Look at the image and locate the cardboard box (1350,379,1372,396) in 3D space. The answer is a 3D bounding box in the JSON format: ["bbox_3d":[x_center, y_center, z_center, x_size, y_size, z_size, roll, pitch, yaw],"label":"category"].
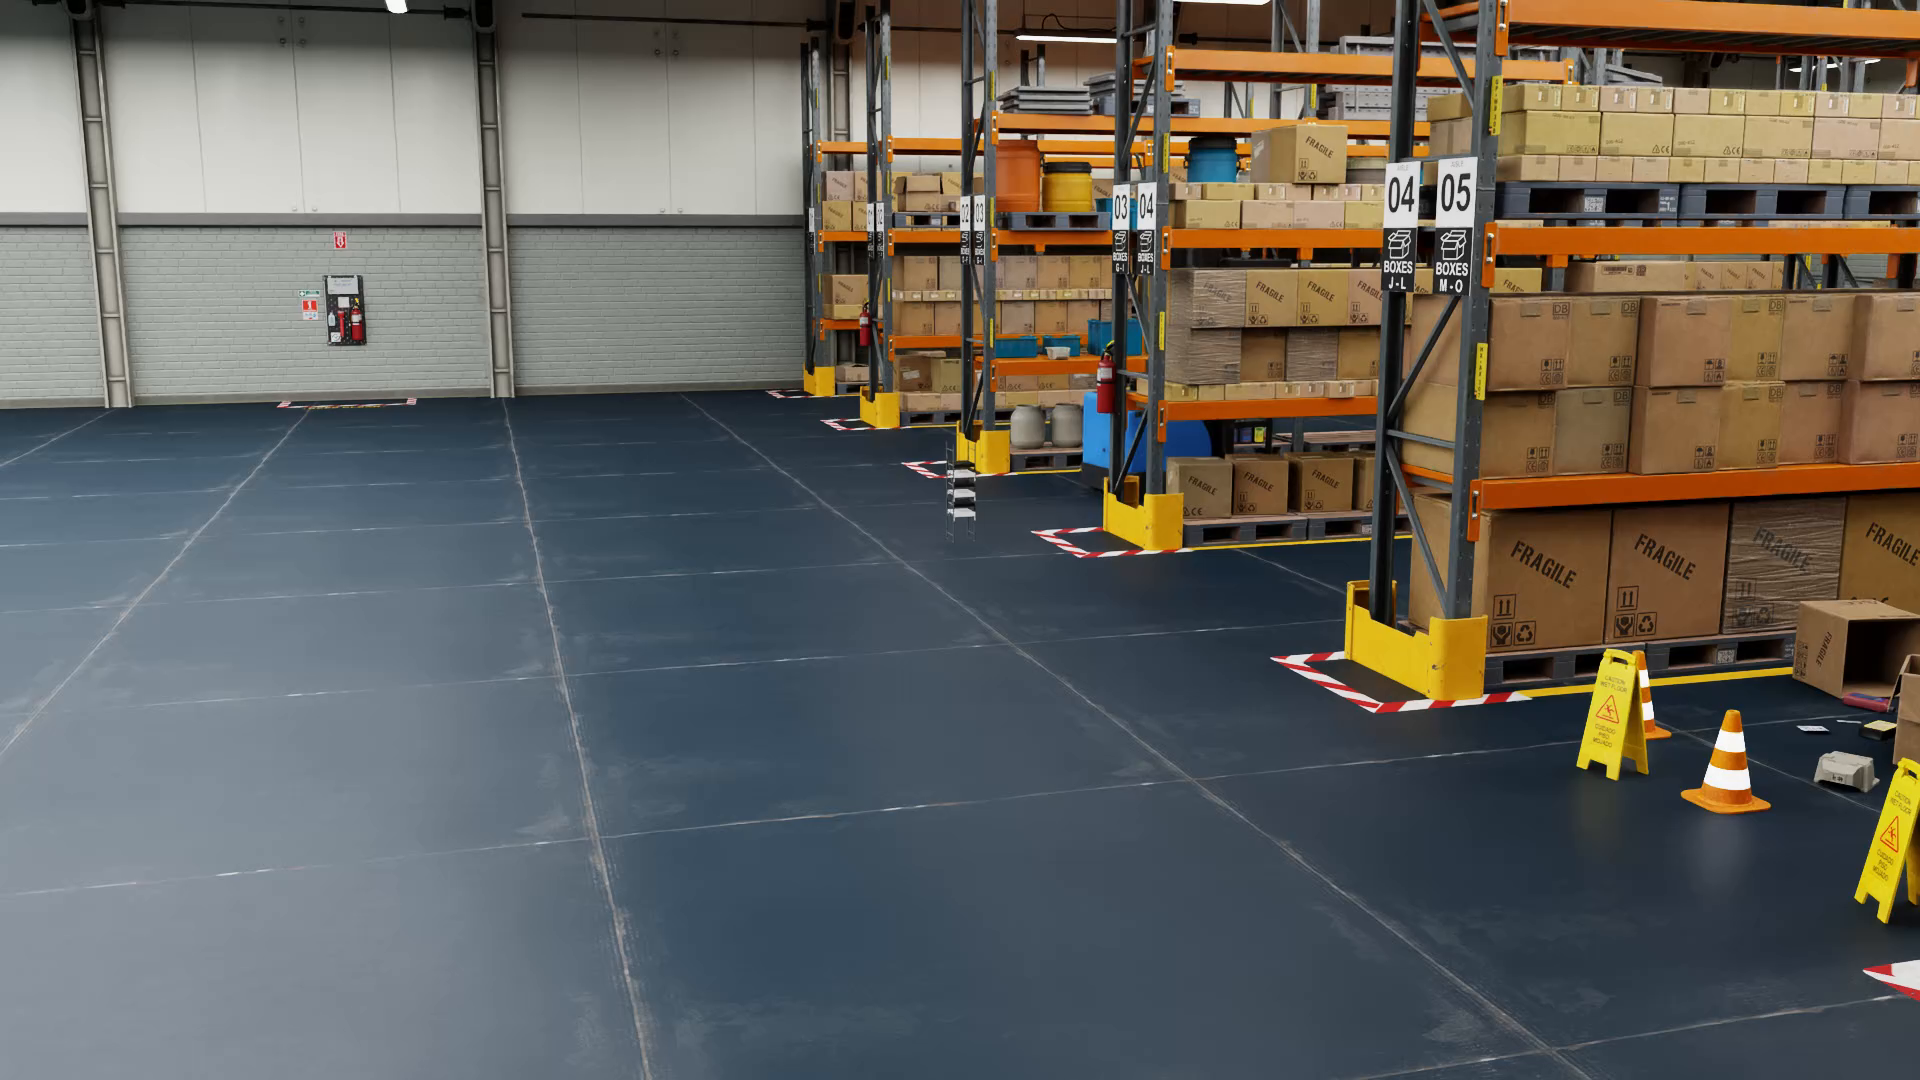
[{"bbox_3d":[3.609,-1.426,15.407,0.250,0.149,0.380,-3,11,-16],"label":"cardboard box"}]

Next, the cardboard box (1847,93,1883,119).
[{"bbox_3d":[5.493,-2.691,10.356,0.250,0.149,0.380,-3,11,-16],"label":"cardboard box"}]

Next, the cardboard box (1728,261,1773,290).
[{"bbox_3d":[13.360,-4.459,28.149,0.500,0.500,0.500,-3,11,-14],"label":"cardboard box"}]

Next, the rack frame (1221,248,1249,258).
[{"bbox_3d":[5.126,-4.470,31.248,0.127,3.000,1.000,-3,11,-16],"label":"rack frame"}]

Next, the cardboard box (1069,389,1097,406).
[{"bbox_3d":[1.807,-2.176,25.220,0.500,0.250,0.500,-3,11,-16],"label":"cardboard box"}]

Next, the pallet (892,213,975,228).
[{"bbox_3d":[-0.481,-4.668,24.278,1.213,0.211,1.003,-3,11,-16],"label":"pallet"}]

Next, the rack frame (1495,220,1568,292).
[{"bbox_3d":[5.439,-1.685,16.116,0.127,3.000,1.000,-3,11,-16],"label":"rack frame"}]

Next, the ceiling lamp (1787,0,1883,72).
[{"bbox_3d":[16.090,-10.393,30.728,0.800,3.185,2.000,-3,11,-16],"label":"ceiling lamp"}]

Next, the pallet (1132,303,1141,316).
[{"bbox_3d":[3.237,-4.269,30.682,1.213,0.211,1.003,-3,11,-16],"label":"pallet"}]

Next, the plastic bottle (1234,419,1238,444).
[{"bbox_3d":[3.332,-1.367,20.491,0.185,0.351,0.144,-4,11,-19],"label":"plastic bottle"}]

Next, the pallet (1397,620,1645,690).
[{"bbox_3d":[3.633,0.702,10.851,1.213,0.211,1.003,-3,11,-16],"label":"pallet"}]

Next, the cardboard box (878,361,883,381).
[{"bbox_3d":[-1.318,-3.008,29.514,0.500,0.311,0.500,-2,11,-11],"label":"cardboard box"}]

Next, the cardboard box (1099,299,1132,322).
[{"bbox_3d":[2.249,-3.433,25.335,0.500,0.500,0.700,-3,11,-17],"label":"cardboard box"}]

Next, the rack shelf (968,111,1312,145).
[{"bbox_3d":[2.134,-4.844,19.802,4.000,0.370,1.077,-3,11,-16],"label":"rack shelf"}]

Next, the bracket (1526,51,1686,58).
[{"bbox_3d":[12.368,-9.669,32.974,4.783,0.066,0.076,-3,11,-16],"label":"bracket"}]

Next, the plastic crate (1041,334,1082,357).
[{"bbox_3d":[1.236,-2.379,20.300,0.408,0.251,0.499,-3,11,-16],"label":"plastic crate"}]

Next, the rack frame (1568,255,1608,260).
[{"bbox_3d":[10.355,-3.812,27.671,0.127,3.000,1.000,-3,11,-16],"label":"rack frame"}]

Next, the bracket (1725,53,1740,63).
[{"bbox_3d":[15.655,-9.842,33.916,0.430,0.232,0.235,-3,11,-16],"label":"bracket"}]

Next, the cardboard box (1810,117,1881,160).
[{"bbox_3d":[5.361,-2.501,10.421,0.500,0.250,0.500,-3,11,-16],"label":"cardboard box"}]

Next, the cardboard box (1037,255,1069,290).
[{"bbox_3d":[1.283,-4.020,24.940,0.500,0.500,0.700,-3,11,-16],"label":"cardboard box"}]

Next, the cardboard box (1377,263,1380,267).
[{"bbox_3d":[8.096,-5.155,31.740,0.500,0.250,0.500,-3,11,-15],"label":"cardboard box"}]

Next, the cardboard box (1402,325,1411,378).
[{"bbox_3d":[4.048,-1.806,15.678,0.500,0.500,0.875,-3,11,-16],"label":"cardboard box"}]

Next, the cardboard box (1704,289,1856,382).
[{"bbox_3d":[5.312,-1.358,10.945,0.550,0.550,0.875,-3,11,-16],"label":"cardboard box"}]

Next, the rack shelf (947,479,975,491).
[{"bbox_3d":[0.008,-0.499,15.160,0.200,0.077,0.258,-3,11,-16],"label":"rack shelf"}]

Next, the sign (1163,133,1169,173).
[{"bbox_3d":[1.750,-3.293,14.154,0.005,0.325,0.100,-3,11,-16],"label":"sign"}]

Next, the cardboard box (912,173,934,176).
[{"bbox_3d":[-0.729,-6.233,29.447,0.500,0.500,0.500,-3,11,-16],"label":"cardboard box"}]

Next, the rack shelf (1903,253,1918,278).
[{"bbox_3d":[8.648,-2.040,11.748,4.000,0.370,1.077,-3,11,-16],"label":"rack shelf"}]

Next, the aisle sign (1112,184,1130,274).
[{"bbox_3d":[1.455,-2.810,15.048,0.004,0.787,0.394,-3,11,-16],"label":"aisle sign"}]

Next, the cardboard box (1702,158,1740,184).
[{"bbox_3d":[4.518,-2.248,10.148,0.250,0.149,0.380,-3,11,-16],"label":"cardboard box"}]

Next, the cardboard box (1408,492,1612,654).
[{"bbox_3d":[3.520,0.178,10.708,0.875,0.875,0.875,-3,11,-16],"label":"cardboard box"}]

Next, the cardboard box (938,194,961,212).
[{"bbox_3d":[-0.135,-4.985,24.629,0.500,0.250,0.500,-3,11,-16],"label":"cardboard box"}]

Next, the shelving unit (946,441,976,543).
[{"bbox_3d":[0.008,-0.443,15.171,0.210,0.900,0.258,-3,11,-16],"label":"shelving unit"}]

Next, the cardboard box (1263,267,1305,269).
[{"bbox_3d":[3.016,-2.291,15.553,0.500,0.500,0.500,-3,11,-16],"label":"cardboard box"}]

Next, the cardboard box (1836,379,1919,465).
[{"bbox_3d":[5.855,-0.839,11.106,0.550,0.550,0.875,-3,11,-16],"label":"cardboard box"}]

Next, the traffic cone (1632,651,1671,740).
[{"bbox_3d":[3.794,0.853,9.340,0.334,0.463,0.336,-3,11,-16],"label":"traffic cone"}]

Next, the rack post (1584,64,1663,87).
[{"bbox_3d":[8.616,-6.009,21.609,0.986,0.289,0.624,-3,11,-16],"label":"rack post"}]

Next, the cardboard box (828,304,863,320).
[{"bbox_3d":[-1.998,-3.971,28.895,0.500,0.250,0.500,-3,11,-18],"label":"cardboard box"}]

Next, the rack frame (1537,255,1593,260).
[{"bbox_3d":[7.895,-2.748,21.893,0.127,3.000,1.000,-3,11,-16],"label":"rack frame"}]

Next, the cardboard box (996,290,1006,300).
[{"bbox_3d":[0.506,-3.621,24.565,0.250,0.149,0.380,-3,11,-17],"label":"cardboard box"}]

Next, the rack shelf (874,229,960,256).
[{"bbox_3d":[0.753,-4.427,24.715,4.000,0.370,1.077,-3,11,-16],"label":"rack shelf"}]

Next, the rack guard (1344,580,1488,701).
[{"bbox_3d":[2.864,0.616,10.525,0.348,0.500,1.175,-3,11,-16],"label":"rack guard"}]

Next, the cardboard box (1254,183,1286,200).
[{"bbox_3d":[2.693,-3.085,14.753,0.250,0.149,0.380,-3,11,-14],"label":"cardboard box"}]

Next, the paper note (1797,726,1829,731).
[{"bbox_3d":[4.828,1.064,9.391,0.142,0.017,0.144,1,10,4],"label":"paper note"}]

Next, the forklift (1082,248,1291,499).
[{"bbox_3d":[2.901,-2.023,18.144,3.031,2.935,1.130,-4,11,-22],"label":"forklift"}]

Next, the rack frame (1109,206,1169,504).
[{"bbox_3d":[1.598,-1.482,15.017,0.127,3.000,1.000,-3,11,-16],"label":"rack frame"}]

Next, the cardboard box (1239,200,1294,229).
[{"bbox_3d":[2.627,-2.890,14.795,0.500,0.250,0.500,-3,11,-17],"label":"cardboard box"}]

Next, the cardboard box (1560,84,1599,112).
[{"bbox_3d":[3.538,-2.588,9.796,0.250,0.149,0.380,-3,11,-16],"label":"cardboard box"}]

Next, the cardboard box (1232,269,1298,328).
[{"bbox_3d":[2.685,-2.174,14.915,0.500,0.500,0.500,-3,11,-16],"label":"cardboard box"}]

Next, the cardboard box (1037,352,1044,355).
[{"bbox_3d":[1.181,-2.610,25.508,0.500,0.500,0.500,-3,11,-16],"label":"cardboard box"}]

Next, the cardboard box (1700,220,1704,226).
[{"bbox_3d":[7.773,-3.255,16.778,0.500,0.250,0.500,-3,11,-15],"label":"cardboard box"}]

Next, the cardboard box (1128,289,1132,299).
[{"bbox_3d":[2.472,-3.724,25.127,0.250,0.149,0.380,-3,11,-16],"label":"cardboard box"}]

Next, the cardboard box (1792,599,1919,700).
[{"bbox_3d":[5.524,0.668,10.235,0.500,0.500,0.500,-1,10,-6],"label":"cardboard box"}]
